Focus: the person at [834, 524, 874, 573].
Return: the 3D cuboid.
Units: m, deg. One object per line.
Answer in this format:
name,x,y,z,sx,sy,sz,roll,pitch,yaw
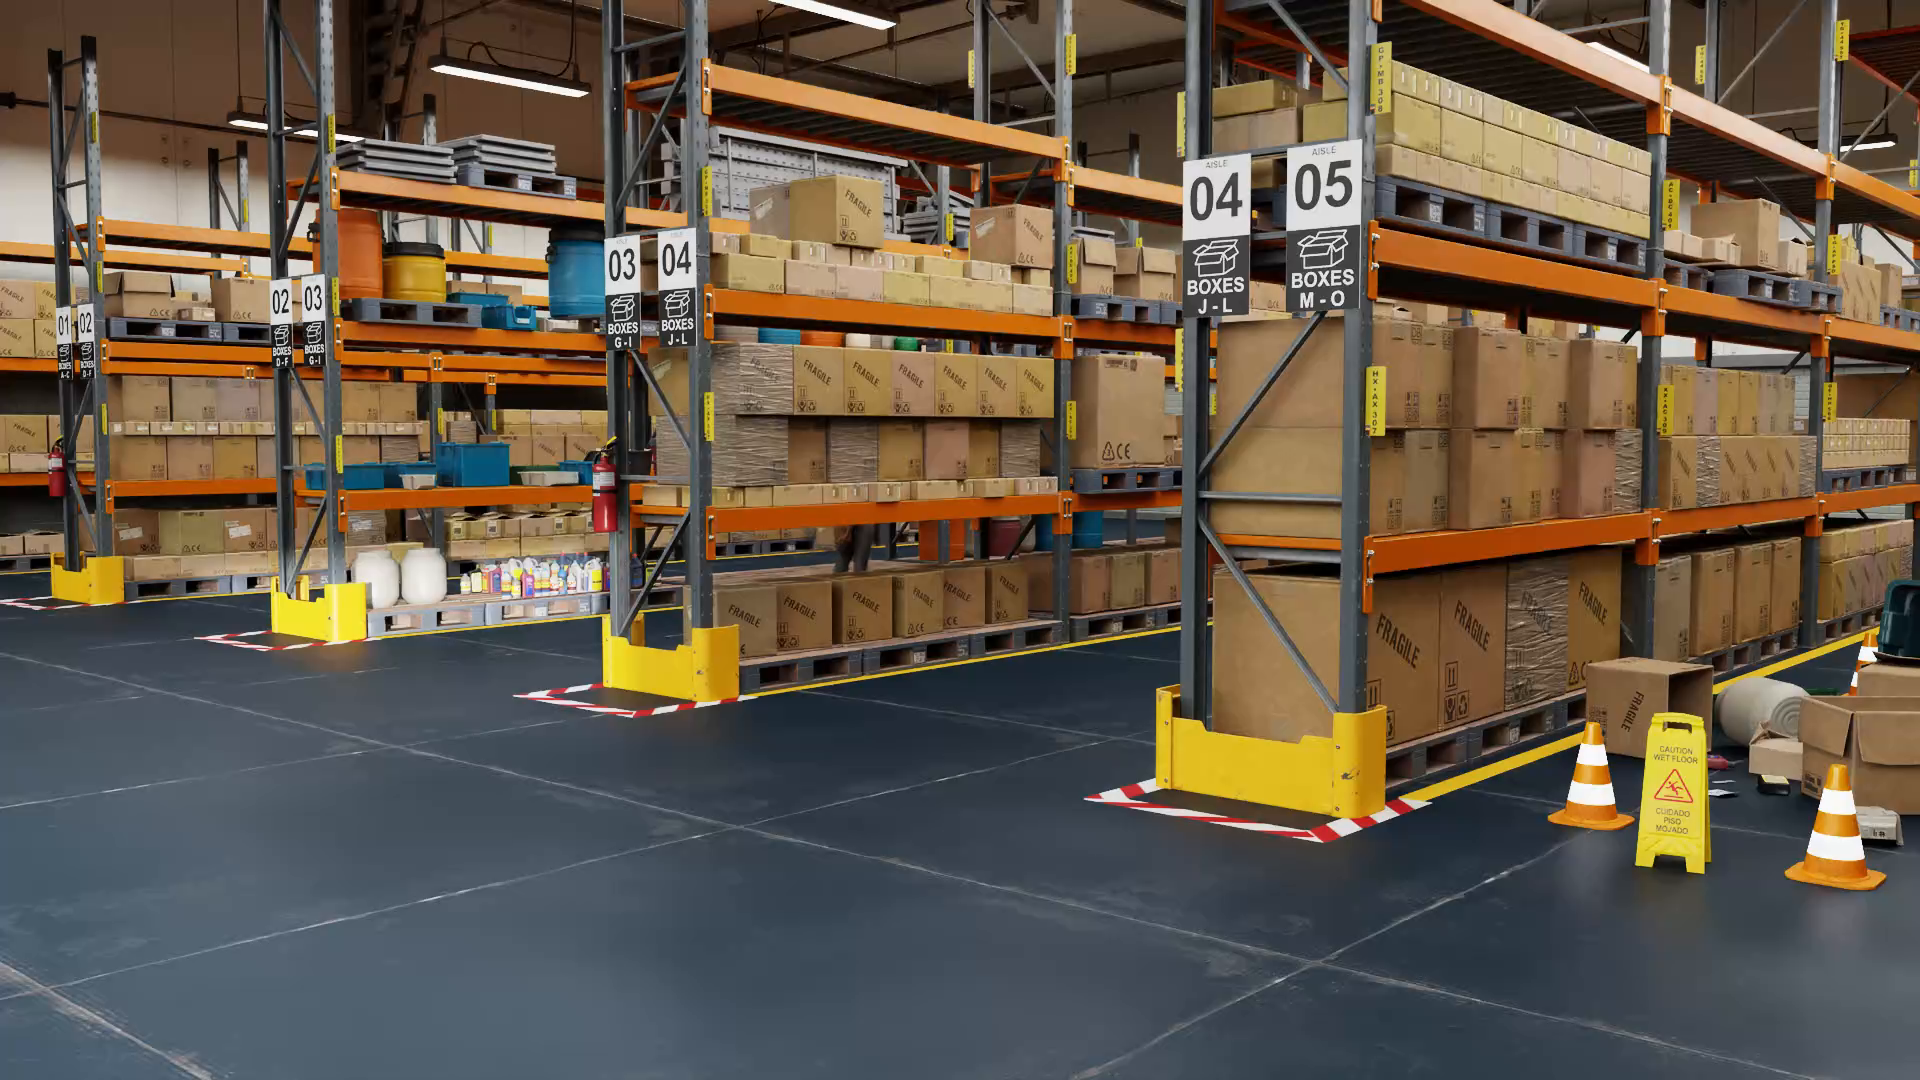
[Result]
person,-1.121,-0.050,16.675,0.413,1.621,0.552,3,5,40
